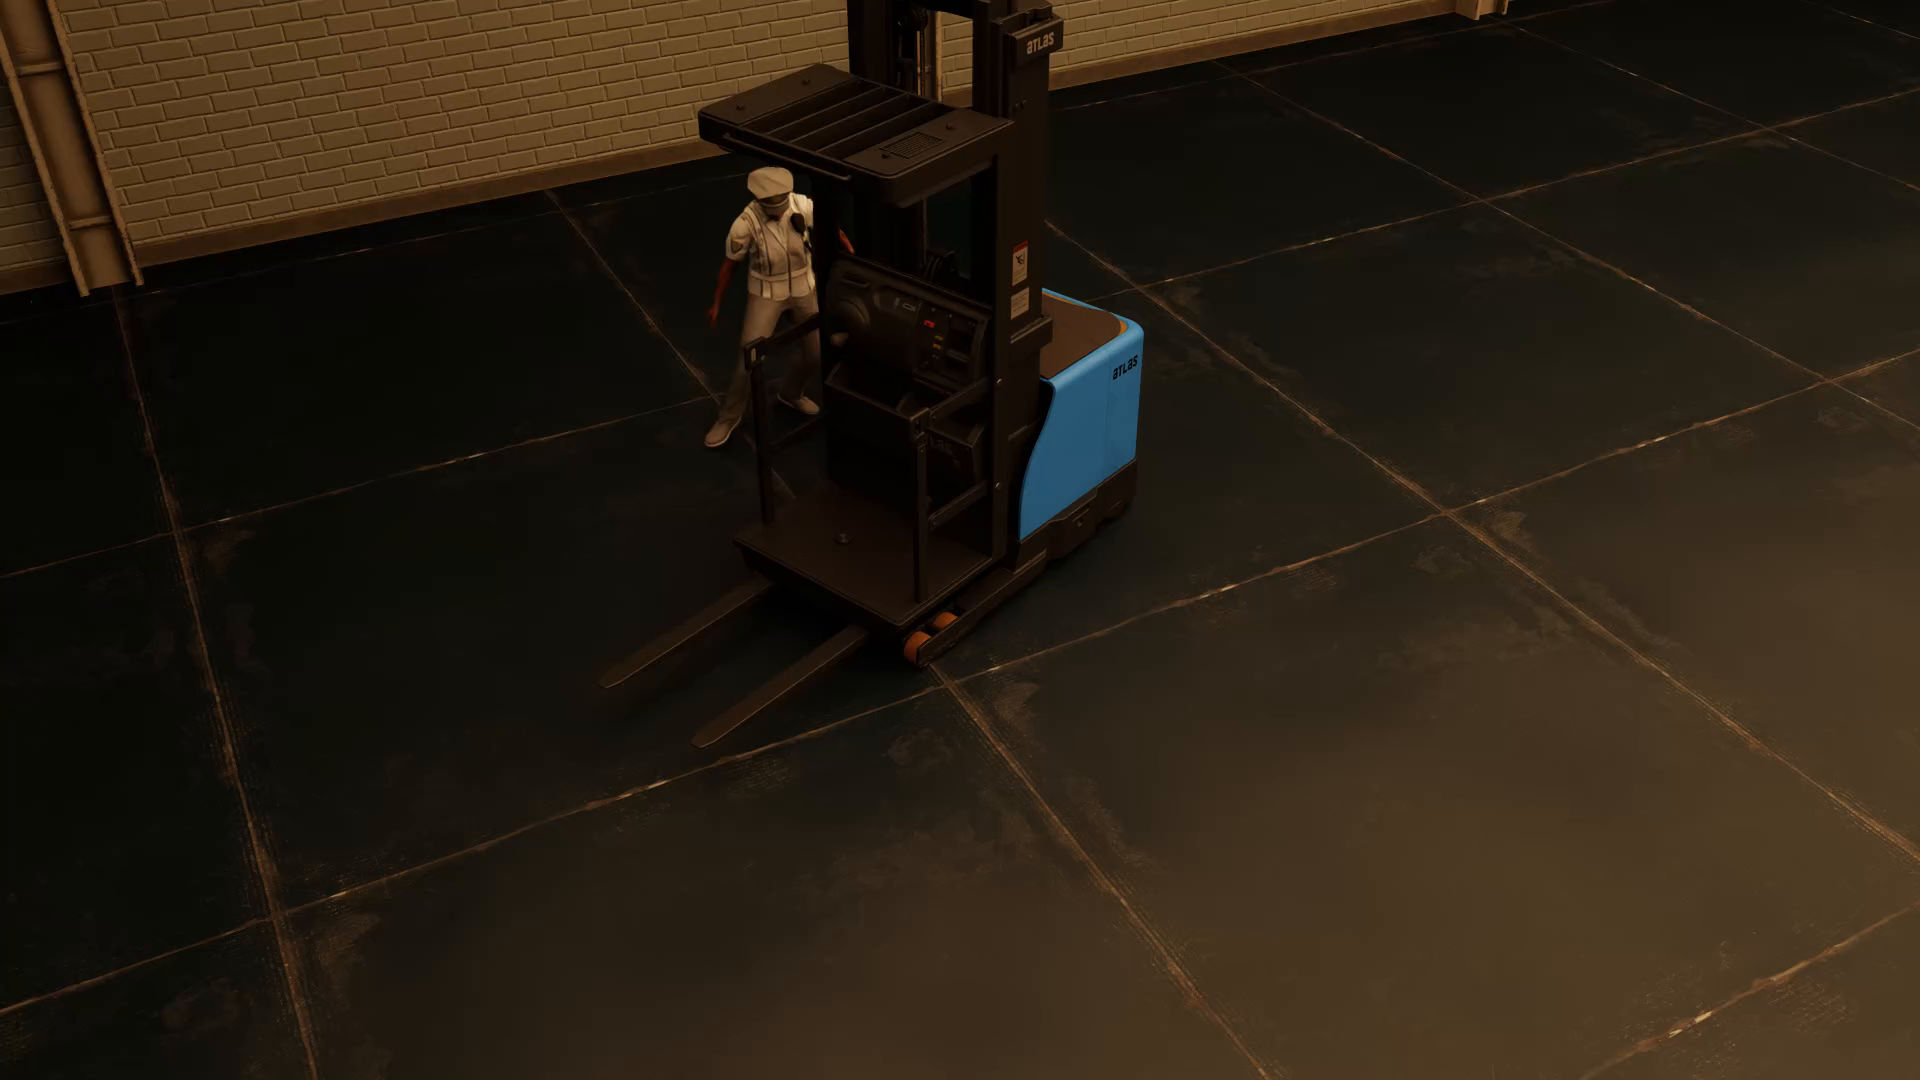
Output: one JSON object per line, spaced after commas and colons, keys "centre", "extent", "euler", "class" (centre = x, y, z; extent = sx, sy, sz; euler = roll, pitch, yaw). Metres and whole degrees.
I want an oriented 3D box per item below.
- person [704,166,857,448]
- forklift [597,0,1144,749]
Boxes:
{"centre": [-1.000, -1.319, 9.186], "extent": [1.067, 1.610, 0.508], "euler": [-18, 39, -24], "class": "person"}
{"centre": [-0.390, -0.927, 7.434], "extent": [1.130, 2.935, 3.031], "euler": [26, 43, 31], "class": "forklift"}
